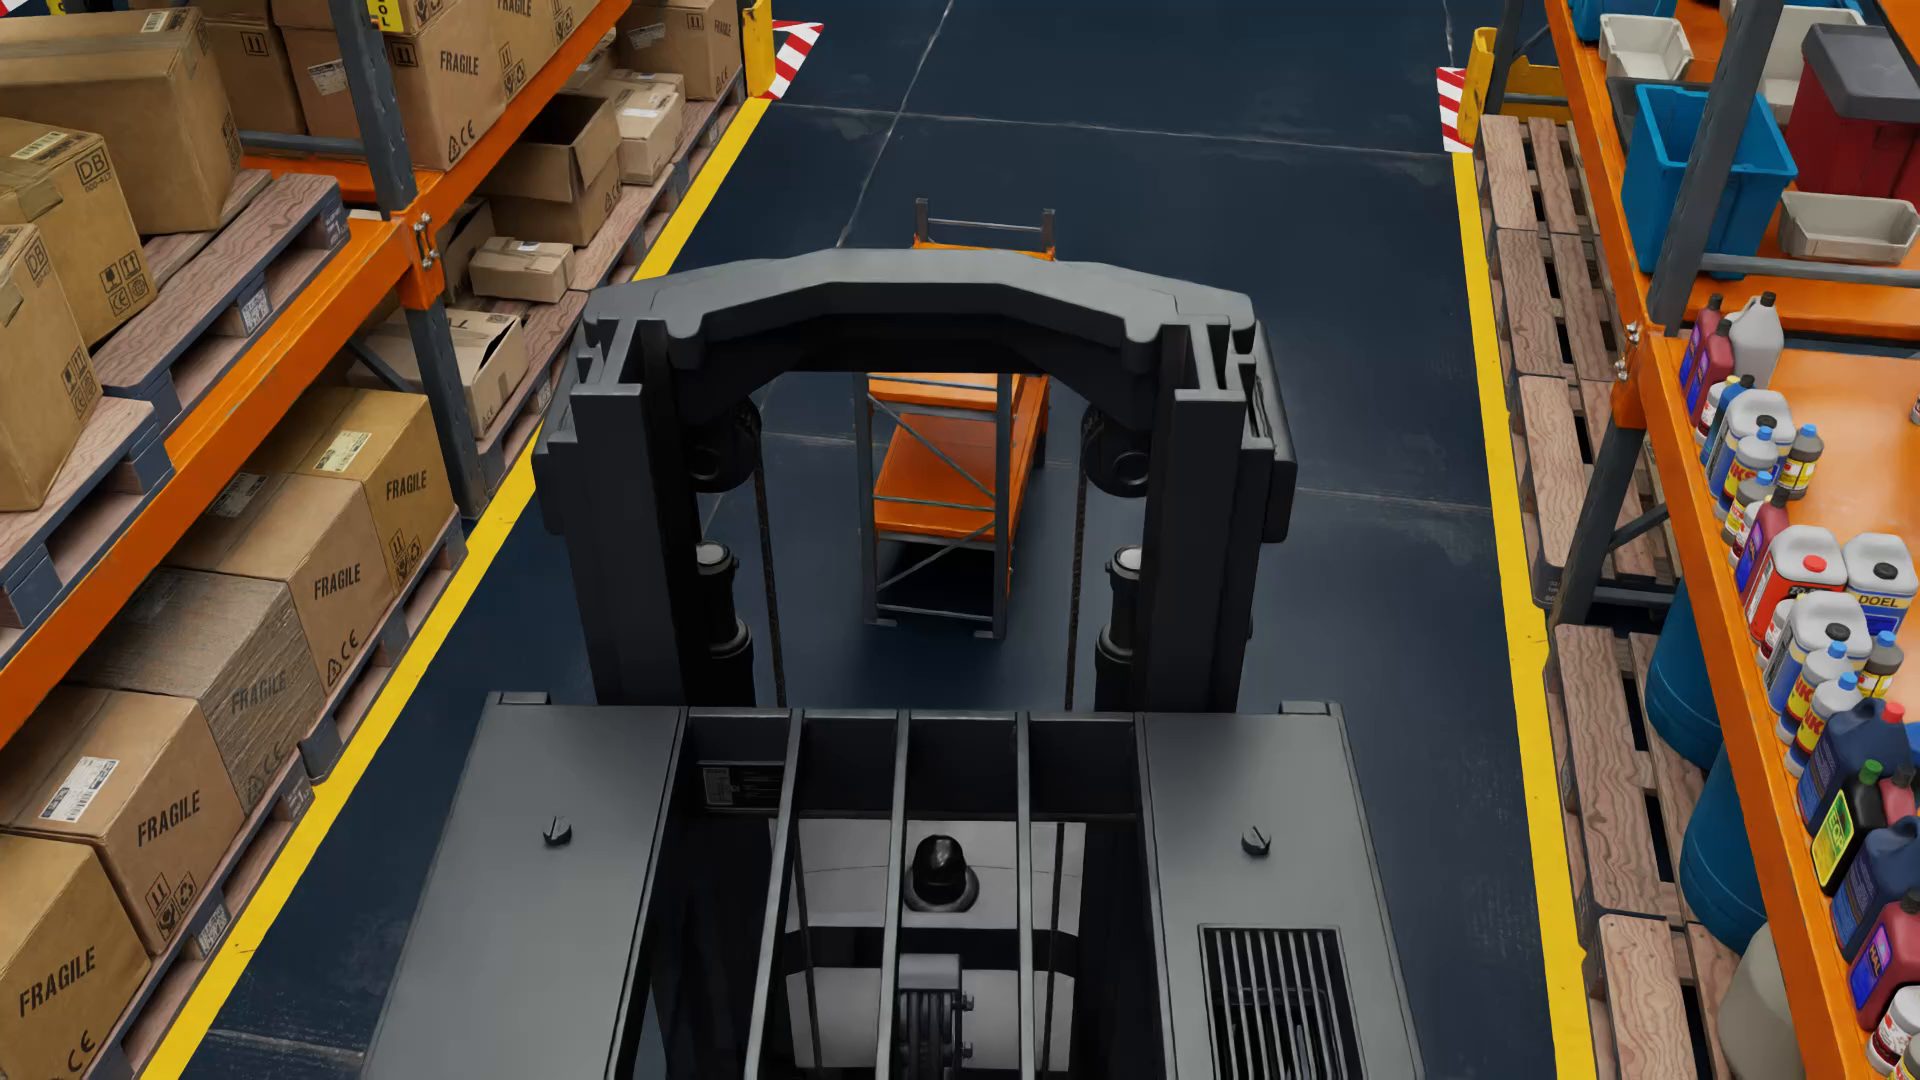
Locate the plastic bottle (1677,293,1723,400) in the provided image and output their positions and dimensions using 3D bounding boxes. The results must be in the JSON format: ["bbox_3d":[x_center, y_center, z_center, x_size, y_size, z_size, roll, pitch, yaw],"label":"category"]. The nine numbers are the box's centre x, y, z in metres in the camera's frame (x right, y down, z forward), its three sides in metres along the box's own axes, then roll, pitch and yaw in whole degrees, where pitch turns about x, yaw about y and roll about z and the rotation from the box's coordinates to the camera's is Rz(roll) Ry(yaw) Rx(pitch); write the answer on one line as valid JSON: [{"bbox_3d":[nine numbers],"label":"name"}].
[{"bbox_3d":[2.077,-0.539,4.639,0.061,0.283,0.133,6,40,8],"label":"plastic bottle"}]

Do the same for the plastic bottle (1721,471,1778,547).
[{"bbox_3d":[1.978,-0.081,4.150,0.097,0.201,0.097,0,40,0],"label":"plastic bottle"}]

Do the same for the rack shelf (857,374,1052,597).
[{"bbox_3d":[0.001,-0.249,6.053,0.538,0.278,1.000,6,40,8],"label":"rack shelf"}]

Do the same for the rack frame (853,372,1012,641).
[{"bbox_3d":[-0.087,-0.119,5.511,0.500,1.125,0.032,6,40,8],"label":"rack frame"}]

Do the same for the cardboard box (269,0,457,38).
[{"bbox_3d":[-1.958,-2.004,5.457,0.500,0.500,0.500,7,40,9],"label":"cardboard box"}]

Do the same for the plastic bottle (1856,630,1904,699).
[{"bbox_3d":[2.031,0.287,3.705,0.097,0.201,0.097,0,40,0],"label":"plastic bottle"}]

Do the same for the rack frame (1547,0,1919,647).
[{"bbox_3d":[2.561,-0.767,4.824,1.000,3.000,0.127,6,40,8],"label":"rack frame"}]

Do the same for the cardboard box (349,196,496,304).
[{"bbox_3d":[-2.368,-1.308,7.243,0.500,0.311,0.500,6,40,8],"label":"cardboard box"}]

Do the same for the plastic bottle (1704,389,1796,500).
[{"bbox_3d":[2.042,-0.241,4.285,0.152,0.276,0.135,6,40,8],"label":"plastic bottle"}]

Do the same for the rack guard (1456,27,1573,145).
[{"bbox_3d":[3.245,-2.330,8.676,1.175,0.500,0.348,6,40,8],"label":"rack guard"}]

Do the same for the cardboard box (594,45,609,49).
[{"bbox_3d":[-2.079,-2.522,8.824,0.380,0.166,0.250,6,40,8],"label":"cardboard box"}]

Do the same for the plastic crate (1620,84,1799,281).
[{"bbox_3d":[2.306,-1.114,5.209,0.392,0.384,0.575,6,40,8],"label":"plastic crate"}]

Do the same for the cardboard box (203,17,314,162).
[{"bbox_3d":[-2.483,-1.696,5.869,0.500,0.500,0.500,7,40,8],"label":"cardboard box"}]

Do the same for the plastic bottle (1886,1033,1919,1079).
[{"bbox_3d":[1.698,0.937,2.918,0.097,0.201,0.097,0,40,0],"label":"plastic bottle"}]

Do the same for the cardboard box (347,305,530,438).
[{"bbox_3d":[-2.031,-0.688,6.493,0.500,0.311,0.500,6,40,8],"label":"cardboard box"}]

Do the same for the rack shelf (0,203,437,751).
[{"bbox_3d":[-2.663,0.217,4.198,1.077,0.370,4.000,6,40,8],"label":"rack shelf"}]

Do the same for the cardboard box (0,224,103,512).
[{"bbox_3d":[-2.562,-0.400,3.972,0.700,0.500,0.500,-3,40,-4],"label":"cardboard box"}]

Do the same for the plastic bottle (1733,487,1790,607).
[{"bbox_3d":[1.924,0.018,3.965,0.061,0.283,0.133,6,40,8],"label":"plastic bottle"}]

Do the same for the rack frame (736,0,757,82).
[{"bbox_3d":[-1.625,-3.826,8.523,1.000,3.000,0.127,6,40,8],"label":"rack frame"}]

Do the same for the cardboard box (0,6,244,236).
[{"bbox_3d":[-2.619,-1.243,4.992,0.700,0.500,0.500,-6,40,-7],"label":"cardboard box"}]

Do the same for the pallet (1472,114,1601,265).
[{"bbox_3d":[3.072,-1.689,8.128,1.003,0.211,1.213,6,40,8],"label":"pallet"}]

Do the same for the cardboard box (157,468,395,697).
[{"bbox_3d":[-2.214,0.129,5.356,0.500,0.500,0.500,7,40,8],"label":"cardboard box"}]

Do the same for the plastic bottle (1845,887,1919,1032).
[{"bbox_3d":[1.716,0.770,3.056,0.061,0.283,0.133,6,40,8],"label":"plastic bottle"}]

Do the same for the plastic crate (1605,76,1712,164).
[{"bbox_3d":[2.490,-1.416,5.778,0.437,0.125,0.590,6,40,8],"label":"plastic crate"}]

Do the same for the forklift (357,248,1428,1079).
[{"bbox_3d":[-0.064,1.183,2.518,1.130,2.935,3.031,1,40,1],"label":"forklift"}]

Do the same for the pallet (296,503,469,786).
[{"bbox_3d":[-2.420,0.274,5.753,1.003,0.211,1.213,6,40,8],"label":"pallet"}]

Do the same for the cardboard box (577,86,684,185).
[{"bbox_3d":[-1.670,-1.974,8.097,0.500,0.250,0.500,6,40,8],"label":"cardboard box"}]

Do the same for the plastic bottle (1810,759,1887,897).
[{"bbox_3d":[1.772,0.570,3.298,0.061,0.283,0.133,6,40,8],"label":"plastic bottle"}]

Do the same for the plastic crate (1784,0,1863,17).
[{"bbox_3d":[3.150,-1.919,6.301,0.416,0.233,0.300,6,40,8],"label":"plastic crate"}]

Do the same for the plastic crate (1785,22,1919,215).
[{"bbox_3d":[2.963,-1.347,5.428,0.402,0.464,0.583,6,40,8],"label":"plastic crate"}]

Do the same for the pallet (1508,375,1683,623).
[{"bbox_3d":[2.650,-0.158,6.275,1.003,0.211,1.213,6,40,8],"label":"pallet"}]

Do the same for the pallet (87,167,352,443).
[{"bbox_3d":[-2.563,-0.752,4.956,1.003,0.211,1.213,6,40,8],"label":"pallet"}]

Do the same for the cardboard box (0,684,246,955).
[{"bbox_3d":[-2.387,0.763,4.589,0.500,0.500,0.500,5,40,6],"label":"cardboard box"}]

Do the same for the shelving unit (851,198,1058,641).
[{"bbox_3d":[0.001,-0.438,5.897,0.538,1.125,1.048,6,40,8],"label":"shelving unit"}]

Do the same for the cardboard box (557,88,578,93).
[{"bbox_3d":[-2.171,-1.998,8.125,0.500,0.250,0.500,6,40,8],"label":"cardboard box"}]

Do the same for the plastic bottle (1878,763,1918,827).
[{"bbox_3d":[1.831,0.577,3.289,0.061,0.283,0.133,6,40,8],"label":"plastic bottle"}]

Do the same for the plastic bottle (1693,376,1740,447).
[{"bbox_3d":[2.052,-0.349,4.474,0.097,0.201,0.097,0,40,0],"label":"plastic bottle"}]

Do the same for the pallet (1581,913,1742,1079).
[{"bbox_3d":[2.178,1.555,4.203,1.003,0.211,1.213,6,40,8],"label":"pallet"}]

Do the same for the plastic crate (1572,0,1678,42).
[{"bbox_3d":[2.606,-2.103,6.523,0.416,0.233,0.300,6,40,8],"label":"plastic crate"}]

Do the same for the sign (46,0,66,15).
[{"bbox_3d":[-2.853,-1.704,5.278,0.100,0.325,0.005,6,40,8],"label":"sign"}]

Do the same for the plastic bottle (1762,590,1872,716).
[{"bbox_3d":[1.905,0.256,3.684,0.152,0.276,0.135,6,40,8],"label":"plastic bottle"}]

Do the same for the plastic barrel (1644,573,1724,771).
[{"bbox_3d":[2.450,0.219,4.948,0.600,0.901,0.708,6,40,8],"label":"plastic barrel"}]

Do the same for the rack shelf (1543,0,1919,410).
[{"bbox_3d":[2.907,-1.745,6.571,1.077,0.370,4.000,6,40,8],"label":"rack shelf"}]

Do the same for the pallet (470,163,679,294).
[{"bbox_3d":[-1.988,-1.439,7.826,1.003,0.211,1.213,6,40,8],"label":"pallet"}]

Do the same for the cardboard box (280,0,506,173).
[{"bbox_3d":[-1.960,-1.644,5.806,0.500,0.500,0.500,7,40,9],"label":"cardboard box"}]

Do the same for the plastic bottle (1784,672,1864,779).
[{"bbox_3d":[1.841,0.389,3.527,0.097,0.271,0.097,0,40,0],"label":"plastic bottle"}]

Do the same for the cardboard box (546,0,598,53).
[{"bbox_3d":[-1.786,-2.279,6.574,0.500,0.500,0.500,6,40,7],"label":"cardboard box"}]

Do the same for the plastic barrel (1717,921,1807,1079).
[{"bbox_3d":[2.142,1.158,4.118,0.421,0.512,0.421,0,40,0],"label":"plastic barrel"}]

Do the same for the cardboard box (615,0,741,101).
[{"bbox_3d":[-1.476,-2.664,8.734,0.500,0.500,0.500,6,40,8],"label":"cardboard box"}]

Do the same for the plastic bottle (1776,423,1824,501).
[{"bbox_3d":[2.168,-0.210,4.306,0.097,0.201,0.097,0,40,0],"label":"plastic bottle"}]
